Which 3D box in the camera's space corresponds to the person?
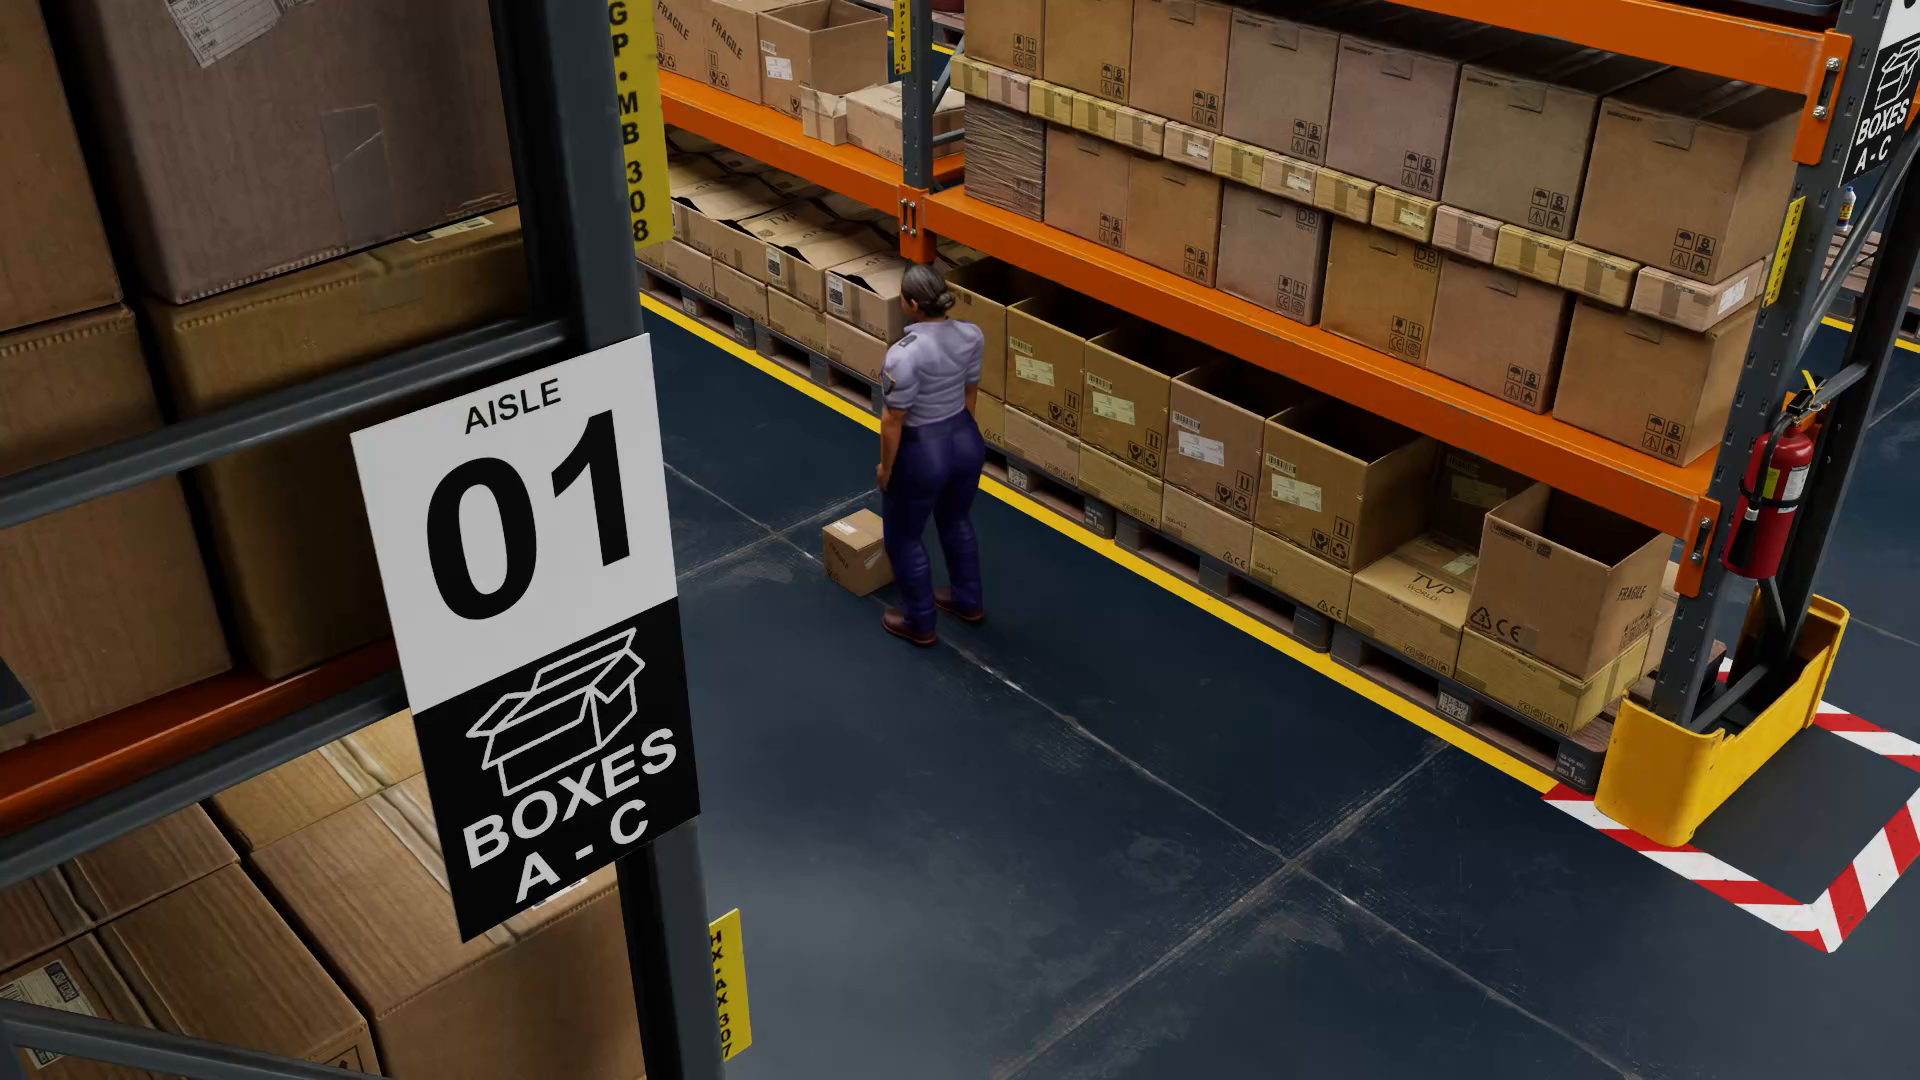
[{"bbox_3d":[-0.130,-0.335,6.699,0.472,1.643,0.341,-25,40,-34],"label":"person"}]
